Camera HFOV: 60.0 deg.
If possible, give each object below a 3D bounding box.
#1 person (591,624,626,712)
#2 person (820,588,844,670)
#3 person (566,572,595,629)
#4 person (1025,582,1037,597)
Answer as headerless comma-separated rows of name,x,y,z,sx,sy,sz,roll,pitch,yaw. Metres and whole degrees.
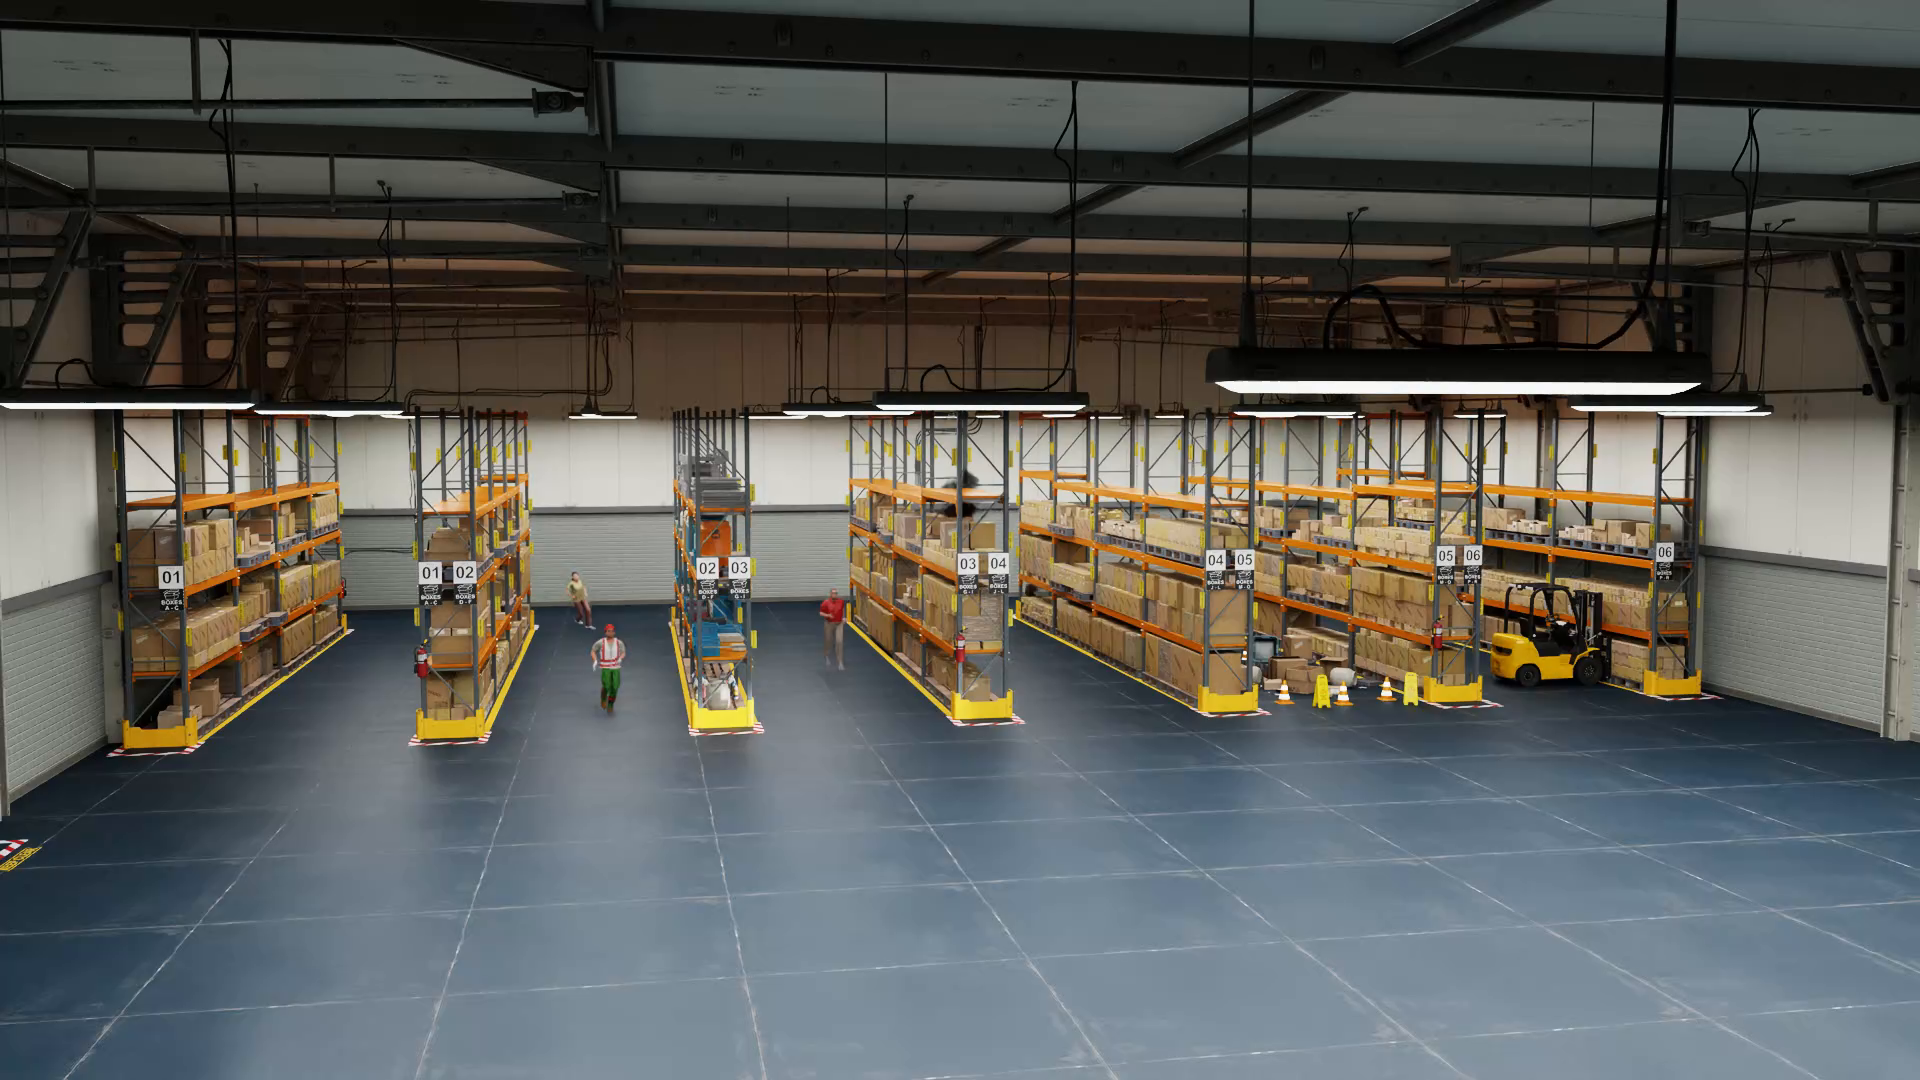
person,-6.847,2.523,32.581,0.656,1.738,0.586,-2,4,-25
person,-2.824,1.955,36.901,0.608,1.782,0.866,-1,4,-15
person,-10.598,1.671,46.052,0.681,1.608,0.766,-3,5,-40
person,2.121,1.316,50.086,0.743,1.761,0.825,1,4,19
